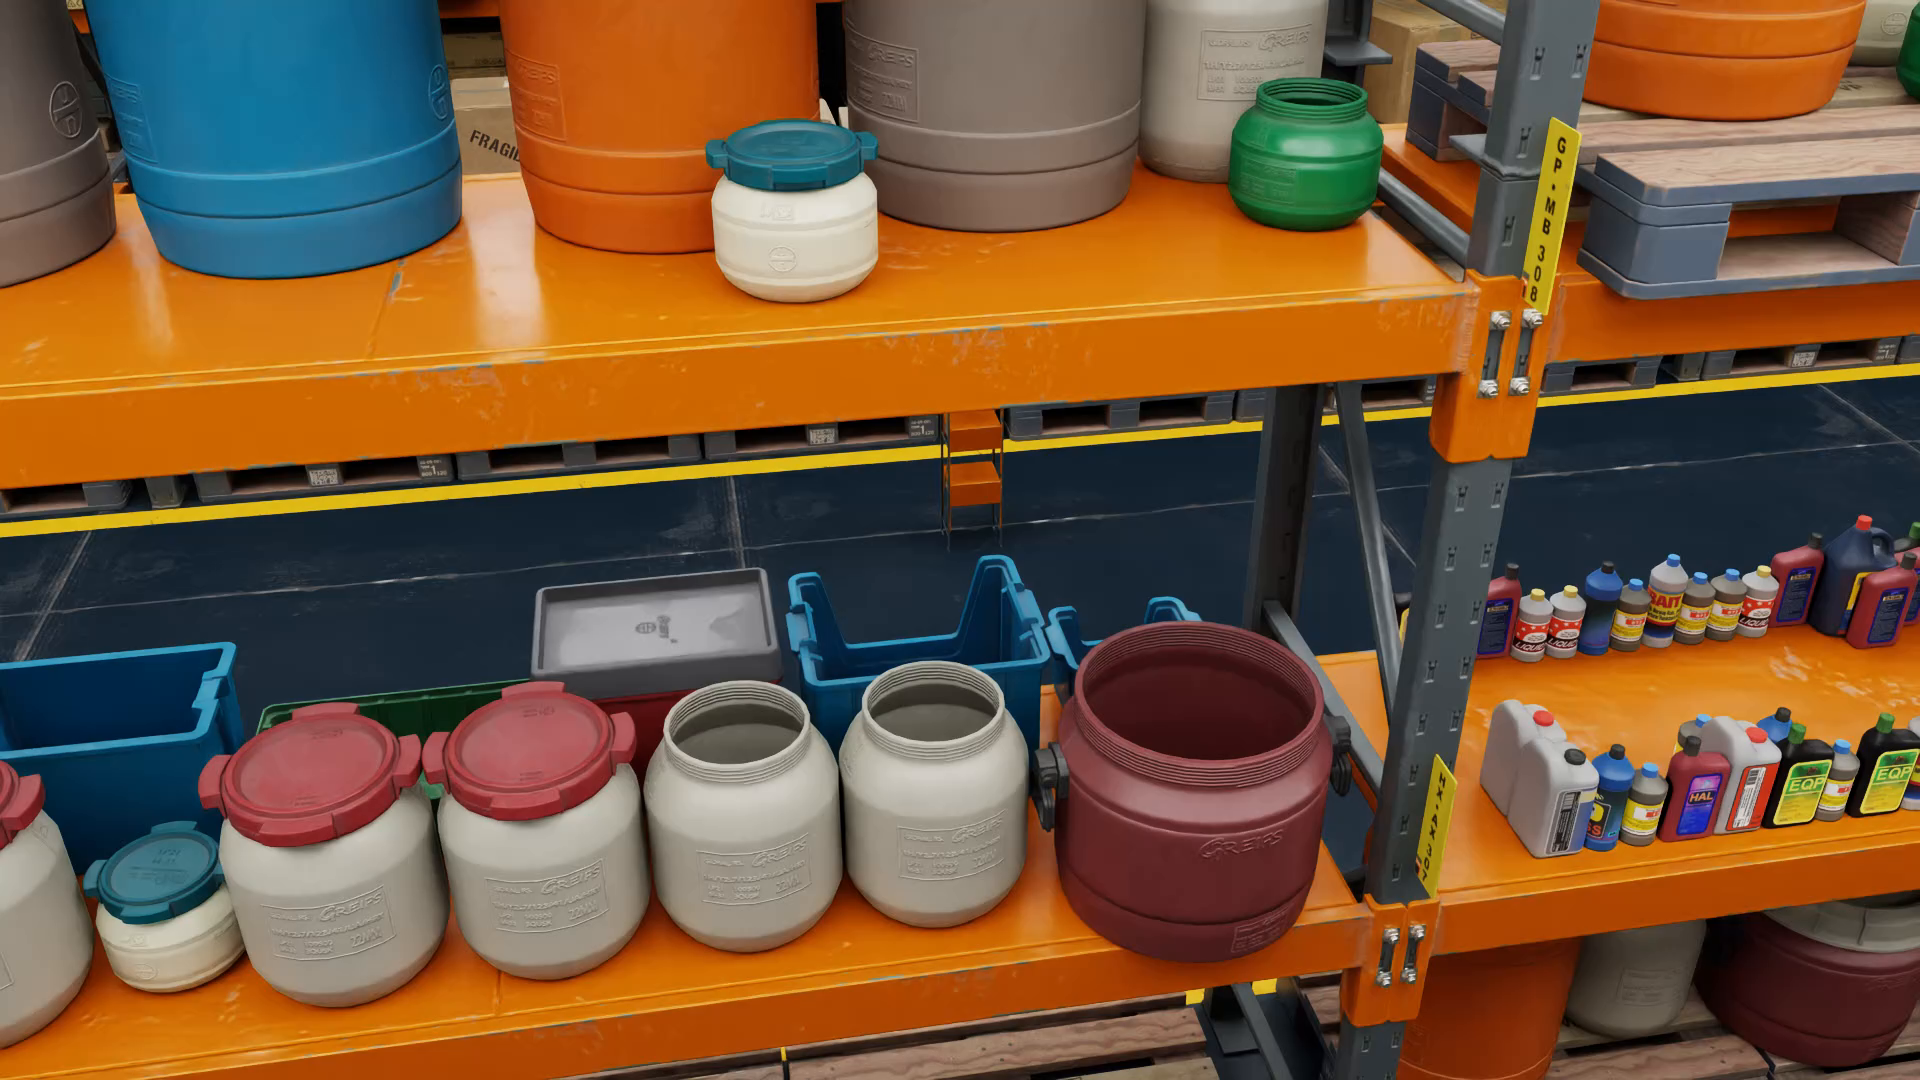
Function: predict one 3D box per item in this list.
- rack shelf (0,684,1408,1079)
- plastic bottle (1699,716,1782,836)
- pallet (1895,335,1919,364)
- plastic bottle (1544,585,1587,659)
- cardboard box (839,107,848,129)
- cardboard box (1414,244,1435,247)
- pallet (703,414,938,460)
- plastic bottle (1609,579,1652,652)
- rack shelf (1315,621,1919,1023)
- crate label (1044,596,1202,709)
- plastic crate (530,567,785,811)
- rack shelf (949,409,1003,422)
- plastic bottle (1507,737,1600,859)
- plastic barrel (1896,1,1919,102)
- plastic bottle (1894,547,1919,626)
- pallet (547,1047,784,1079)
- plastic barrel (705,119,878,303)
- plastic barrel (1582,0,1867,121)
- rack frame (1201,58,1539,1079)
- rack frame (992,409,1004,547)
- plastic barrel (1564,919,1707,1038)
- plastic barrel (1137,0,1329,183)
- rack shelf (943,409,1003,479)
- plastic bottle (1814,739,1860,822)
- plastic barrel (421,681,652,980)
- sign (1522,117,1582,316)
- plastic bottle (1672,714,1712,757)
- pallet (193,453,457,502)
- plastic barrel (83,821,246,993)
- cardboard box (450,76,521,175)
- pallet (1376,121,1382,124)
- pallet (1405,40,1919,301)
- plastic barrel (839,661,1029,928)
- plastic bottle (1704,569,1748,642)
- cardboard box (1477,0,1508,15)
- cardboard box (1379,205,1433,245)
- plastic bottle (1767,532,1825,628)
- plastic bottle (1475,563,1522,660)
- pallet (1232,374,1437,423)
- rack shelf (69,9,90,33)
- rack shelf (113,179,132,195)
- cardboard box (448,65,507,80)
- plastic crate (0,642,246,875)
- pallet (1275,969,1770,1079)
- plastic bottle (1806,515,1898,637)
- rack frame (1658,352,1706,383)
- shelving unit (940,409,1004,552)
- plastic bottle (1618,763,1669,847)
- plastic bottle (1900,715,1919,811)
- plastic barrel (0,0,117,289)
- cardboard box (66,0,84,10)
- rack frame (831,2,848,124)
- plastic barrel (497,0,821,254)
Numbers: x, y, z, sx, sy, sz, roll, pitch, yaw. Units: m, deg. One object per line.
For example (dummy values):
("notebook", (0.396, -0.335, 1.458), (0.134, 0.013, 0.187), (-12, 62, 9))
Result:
("rack shelf", (-1.052, 0.908, 3.955), (4.000, 0.370, 1.077), (-5, 31, -9))
("plastic bottle", (1.855, 0.549, 3.980), (0.135, 0.276, 0.152), (-5, 31, -9))
("pallet", (5.840, -1.393, 9.910), (1.213, 0.211, 1.003), (-5, 31, -9))
("plastic bottle", (1.676, 0.220, 4.612), (0.097, 0.201, 0.097), (0, 30, 0))
("cardboard box", (-0.338, -2.004, 8.287), (0.500, 0.311, 0.500), (-3, 31, -6))
("cardboard box", (2.427, -1.513, 9.395), (0.500, 0.500, 0.500), (-5, 31, -8))
("pallet", (-0.790, -0.796, 8.896), (1.213, 0.211, 1.003), (-5, 31, -9))
("plastic bottle", (1.868, 0.203, 4.642), (0.097, 0.201, 0.097), (0, 30, 0))
("rack shelf", (2.883, 0.543, 4.576), (4.000, 0.370, 1.077), (-5, 31, -9))
("crate label", (0.434, 0.340, 4.378), (0.416, 0.233, 0.303), (-5, 31, -9))
("plastic crate", (-0.729, 0.383, 4.076), (0.583, 0.464, 0.402), (-5, 31, -9))
("rack shelf", (0.053, -0.693, 7.354), (0.240, 0.259, 0.215), (-5, 31, -9))
("plastic bottle", (1.400, 0.591, 3.908), (0.135, 0.276, 0.152), (-5, 31, -9))
("plastic barrel", (1.999, -0.973, 3.226), (0.294, 0.245, 0.294), (0, 30, 0))
("plastic bottle", (2.685, 0.113, 4.713), (0.133, 0.283, 0.061), (-5, 31, -9))
("pallet", (-1.051, 1.779, 4.516), (1.213, 0.211, 1.003), (-5, 31, -9))
("plastic barrel", (-0.293, -0.585, 2.963), (0.301, 0.262, 0.301), (0, 30, 0))
("plastic barrel", (1.475, -1.294, 3.194), (0.708, 0.830, 0.600), (-5, 31, -9))
("rack frame", (0.916, 0.416, 4.084), (0.127, 3.000, 1.000), (-5, 31, -9))
("rack frame", (0.173, -0.469, 7.511), (0.008, 1.050, 0.200), (-5, 31, -9))
("plastic barrel", (1.933, 1.158, 4.862), (0.421, 0.512, 0.421), (0, 30, 0))
("plastic barrel", (0.555, -1.050, 3.507), (0.421, 0.512, 0.421), (0, 30, 0))
("rack shelf", (0.053, -0.448, 7.498), (0.240, 0.259, 0.215), (-5, 31, -9))
("plastic bottle", (2.105, 0.572, 4.014), (0.097, 0.201, 0.097), (0, 30, 0))
("plastic barrel", (-0.891, 0.638, 3.572), (0.433, 0.535, 0.433), (0, 30, 0))
("sign", (1.022, -0.558, 2.884), (0.005, 0.325, 0.100), (-5, 31, -9))
("plastic bottle", (1.814, 0.520, 4.102), (0.097, 0.201, 0.097), (0, 30, 0))
("pallet", (-3.190, -0.574, 8.517), (1.213, 0.211, 1.003), (-5, 31, -9))
("plastic barrel", (-1.689, 0.796, 3.573), (0.301, 0.262, 0.301), (0, 30, 0))
("cardboard box", (-2.138, -1.888, 7.903), (0.500, 0.500, 0.500), (-5, 31, -9))
("pallet", (1.939, -2.151, 8.639), (1.213, 0.211, 1.003), (-5, 31, -9))
("pallet", (1.686, -0.817, 3.407), (1.213, 0.211, 1.003), (-5, 31, -9))
("plastic barrel", (-0.058, 0.568, 3.714), (0.421, 0.512, 0.421), (0, 30, 0))
("plastic bottle", (2.155, 0.176, 4.687), (0.097, 0.201, 0.097), (0, 30, 0))
("cardboard box", (2.791, -2.617, 8.729), (0.500, 0.500, 0.700), (-1, 30, -1))
("cardboard box", (2.458, -1.841, 9.214), (0.500, 0.250, 0.500), (-5, 31, -9))
("plastic bottle", (2.361, 0.112, 4.715), (0.133, 0.283, 0.061), (-5, 31, -9))
("plastic bottle", (1.464, 0.195, 4.574), (0.133, 0.283, 0.061), (-5, 31, -9))
("pallet", (1.966, -1.011, 9.261), (1.213, 0.211, 1.003), (-5, 31, -9))
("rack shelf", (-6.771, -3.666, 11.735), (4.000, 0.370, 1.077), (-5, 31, -9))
("rack shelf", (-5.875, -1.196, 7.535), (4.000, 0.370, 1.077), (-5, 31, -9))
("cardboard box", (-3.583, -3.418, 12.636), (0.500, 0.500, 0.700), (-6, 31, -10))
("plastic crate", (-1.990, 0.532, 3.902), (0.575, 0.384, 0.392), (-5, 31, -9))
("pallet", (1.684, 1.525, 4.948), (1.213, 0.211, 1.003), (-5, 31, -9))
("plastic bottle", (2.525, 0.089, 4.687), (0.185, 0.351, 0.144), (-5, 31, -9))
("rack frame", (3.962, -2.419, 8.905), (0.127, 3.000, 1.000), (-5, 31, -9))
("shelving unit", (0.053, -0.457, 7.492), (0.252, 1.050, 0.215), (-5, 31, -9))
("plastic bottle", (1.614, 0.617, 3.937), (0.097, 0.201, 0.097), (0, 30, 0))
("plastic bottle", (2.332, 0.520, 4.032), (0.097, 0.271, 0.097), (0, 30, 0))
("plastic barrel", (-1.914, -0.943, 2.940), (0.600, 0.901, 0.600), (0, 30, 0))
("cardboard box", (-6.198, -3.813, 11.404), (0.500, 0.250, 0.500), (-5, 31, -9))
("rack frame", (-0.869, -4.524, 12.484), (0.127, 3.000, 1.000), (-5, 31, -9))
("plastic barrel", (-0.574, -1.036, 3.169), (0.708, 0.830, 0.600), (-5, 31, -9))
